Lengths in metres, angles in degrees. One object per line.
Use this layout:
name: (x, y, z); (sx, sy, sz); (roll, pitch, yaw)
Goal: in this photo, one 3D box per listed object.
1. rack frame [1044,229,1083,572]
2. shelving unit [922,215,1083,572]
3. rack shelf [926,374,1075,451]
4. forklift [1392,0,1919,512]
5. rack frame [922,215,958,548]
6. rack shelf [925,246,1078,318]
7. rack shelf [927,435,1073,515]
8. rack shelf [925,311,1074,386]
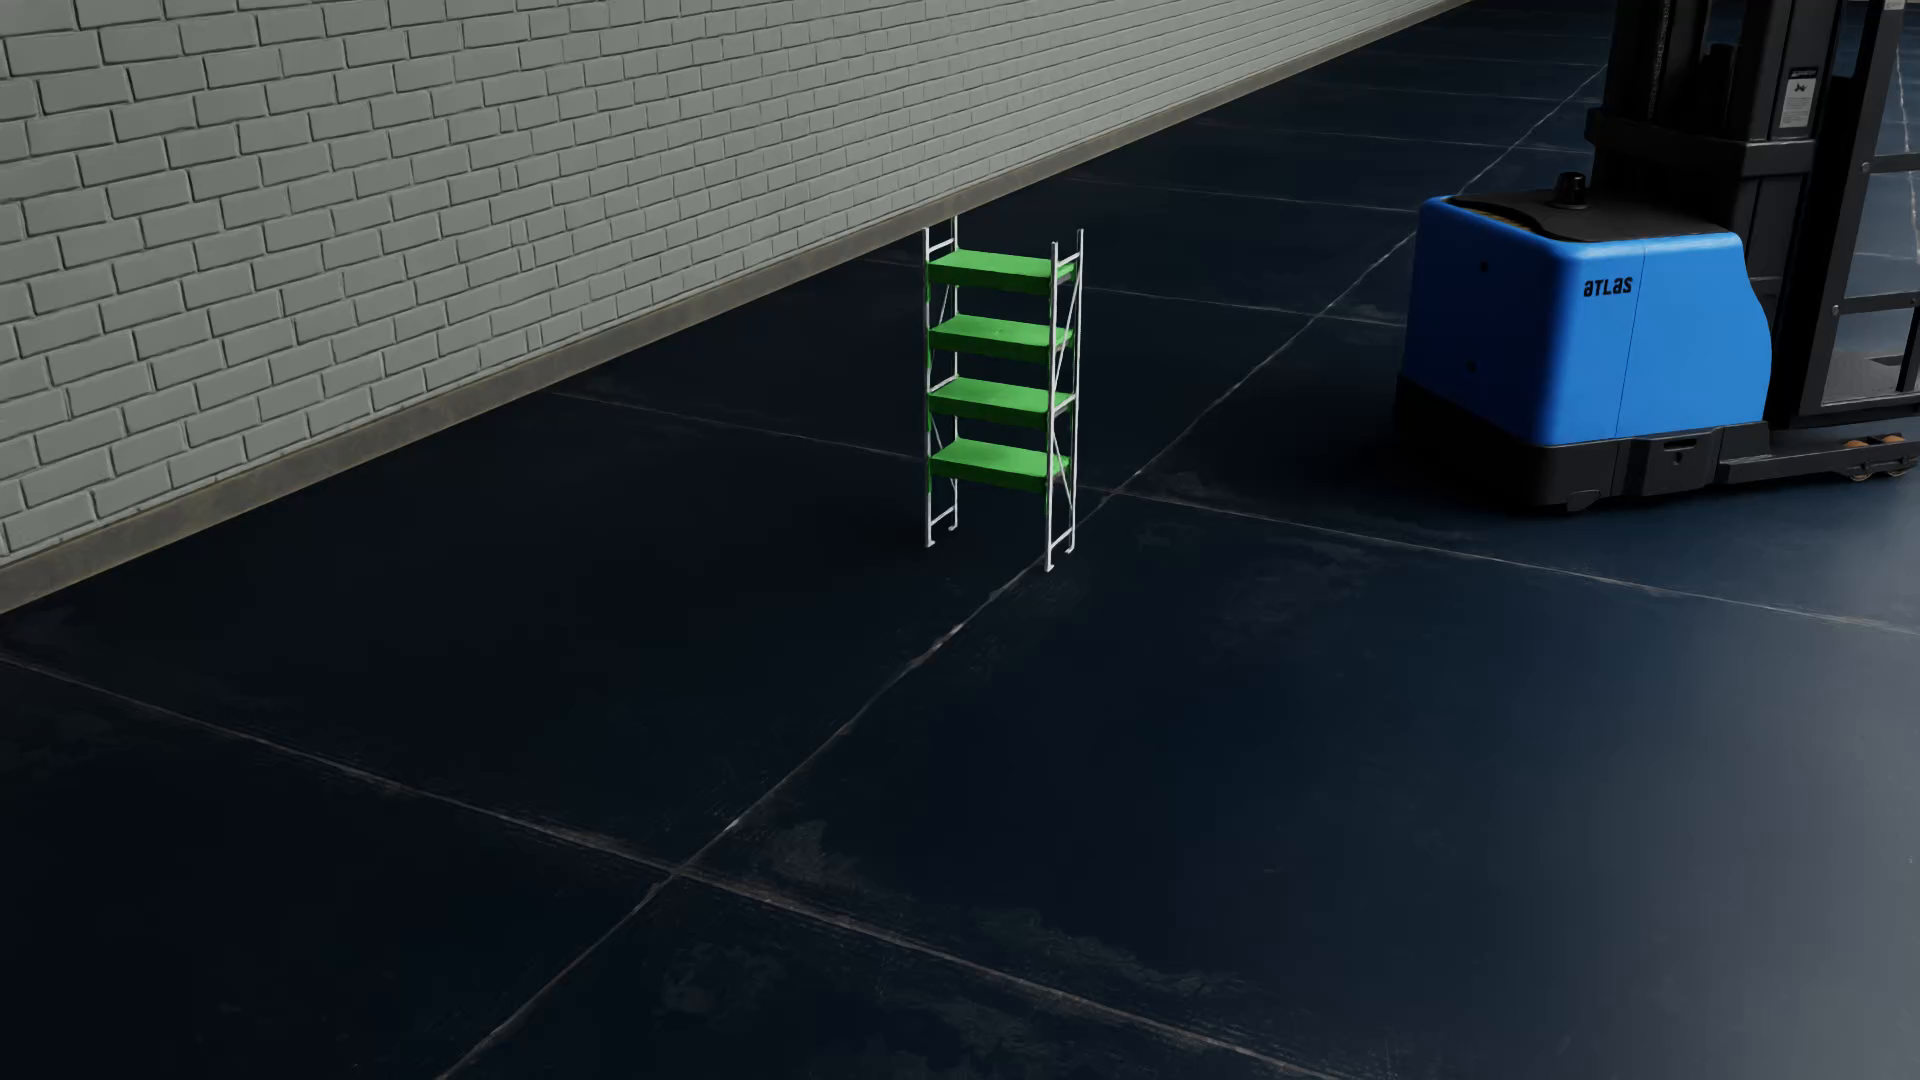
rack frame: (0.365, -0.480, 5.879); (0.015, 1.200, 0.240); (11, 25, 25)
shelving unit: (0.148, -0.523, 5.980); (0.503, 1.200, 0.258); (11, 25, 25)
rack shelf: (0.148, -0.464, 6.005); (0.480, 0.148, 0.258); (11, 25, 25)
forklift: (3.460, -1.780, 6.723); (3.031, 2.935, 1.130); (-7, 24, -16)
rack frame: (-0.070, -0.566, 6.081); (0.015, 1.200, 0.240); (11, 25, 25)
rack shelf: (0.148, -0.906, 5.817); (0.480, 0.148, 0.258); (11, 25, 25)
rack shelf: (0.148, -0.243, 6.099); (0.480, 0.148, 0.258); (11, 25, 25)
rack shelf: (0.148, -0.685, 5.911); (0.480, 0.148, 0.258); (11, 25, 25)
